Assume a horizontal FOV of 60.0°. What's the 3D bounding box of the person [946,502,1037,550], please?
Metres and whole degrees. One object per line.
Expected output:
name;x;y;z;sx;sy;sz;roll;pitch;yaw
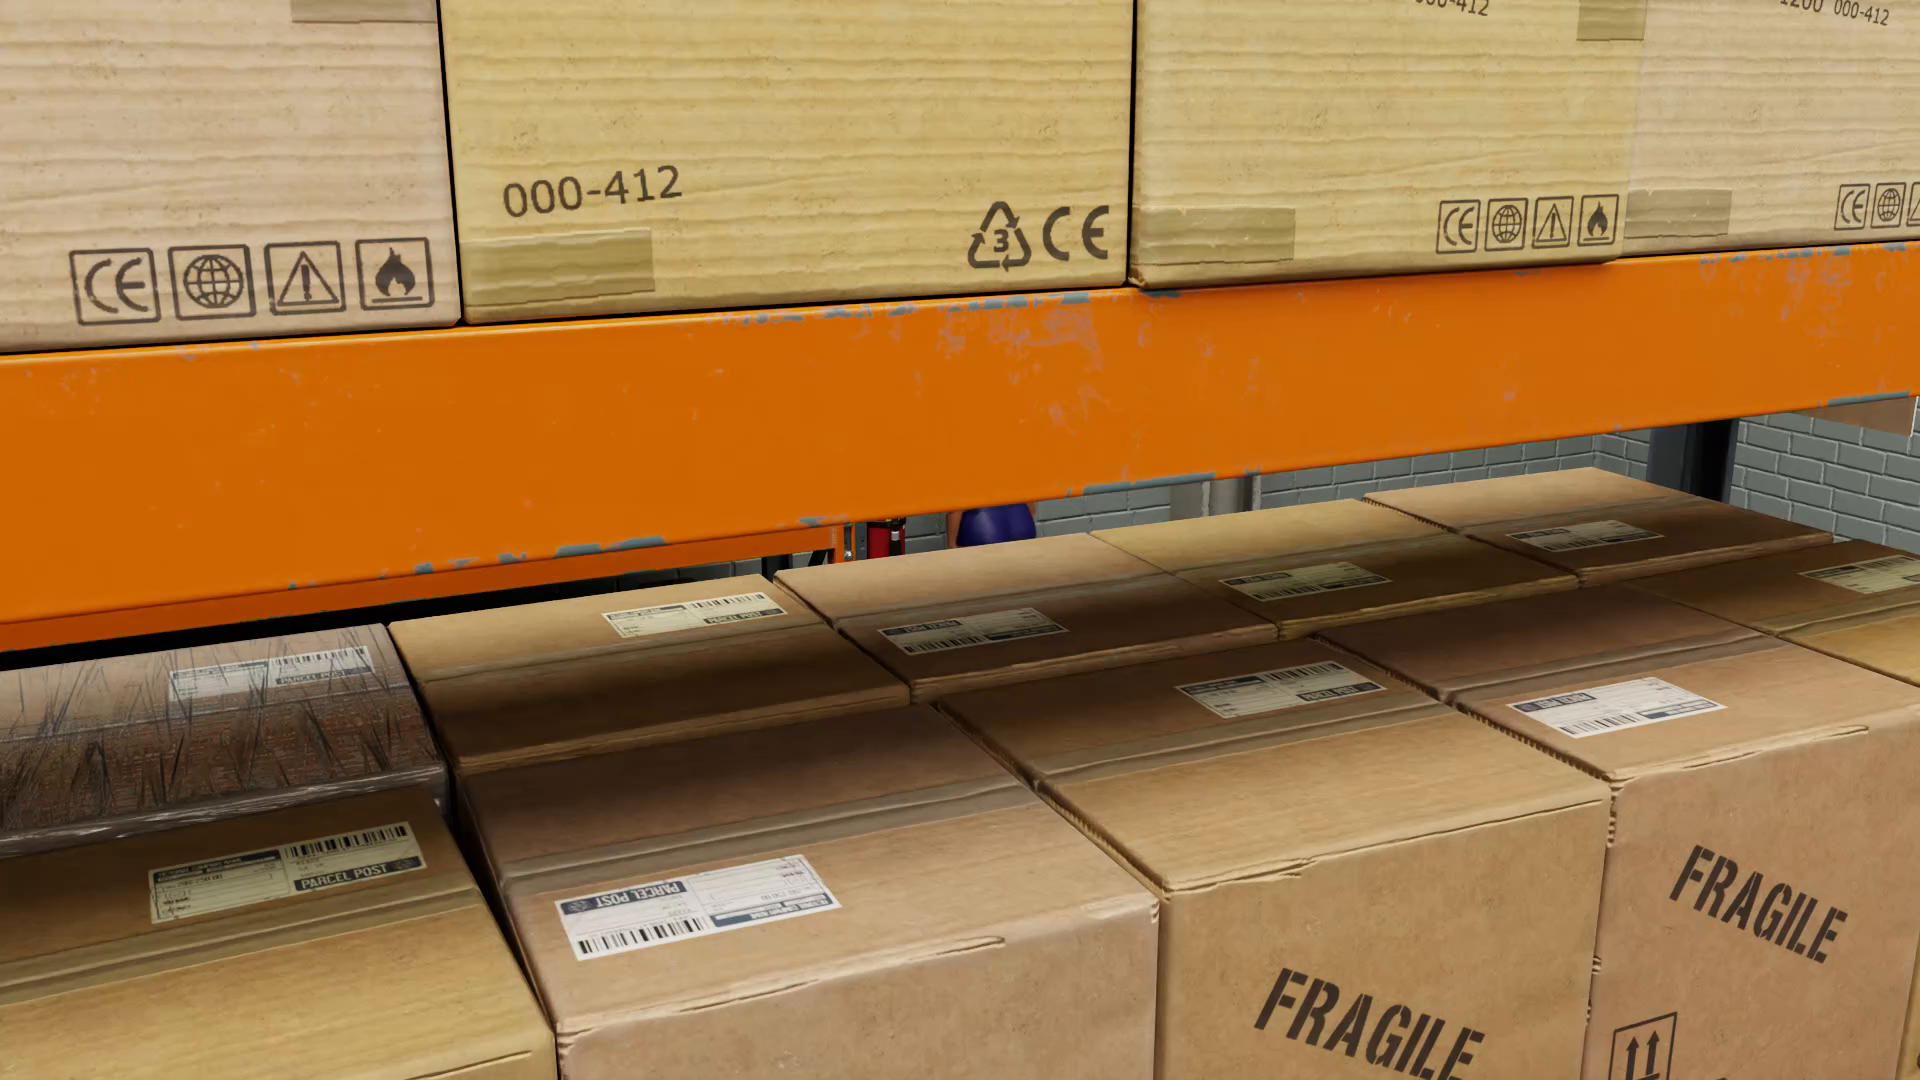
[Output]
person;0.122;-0.010;8.033;0.514;1.632;0.399;-11;19;-36
